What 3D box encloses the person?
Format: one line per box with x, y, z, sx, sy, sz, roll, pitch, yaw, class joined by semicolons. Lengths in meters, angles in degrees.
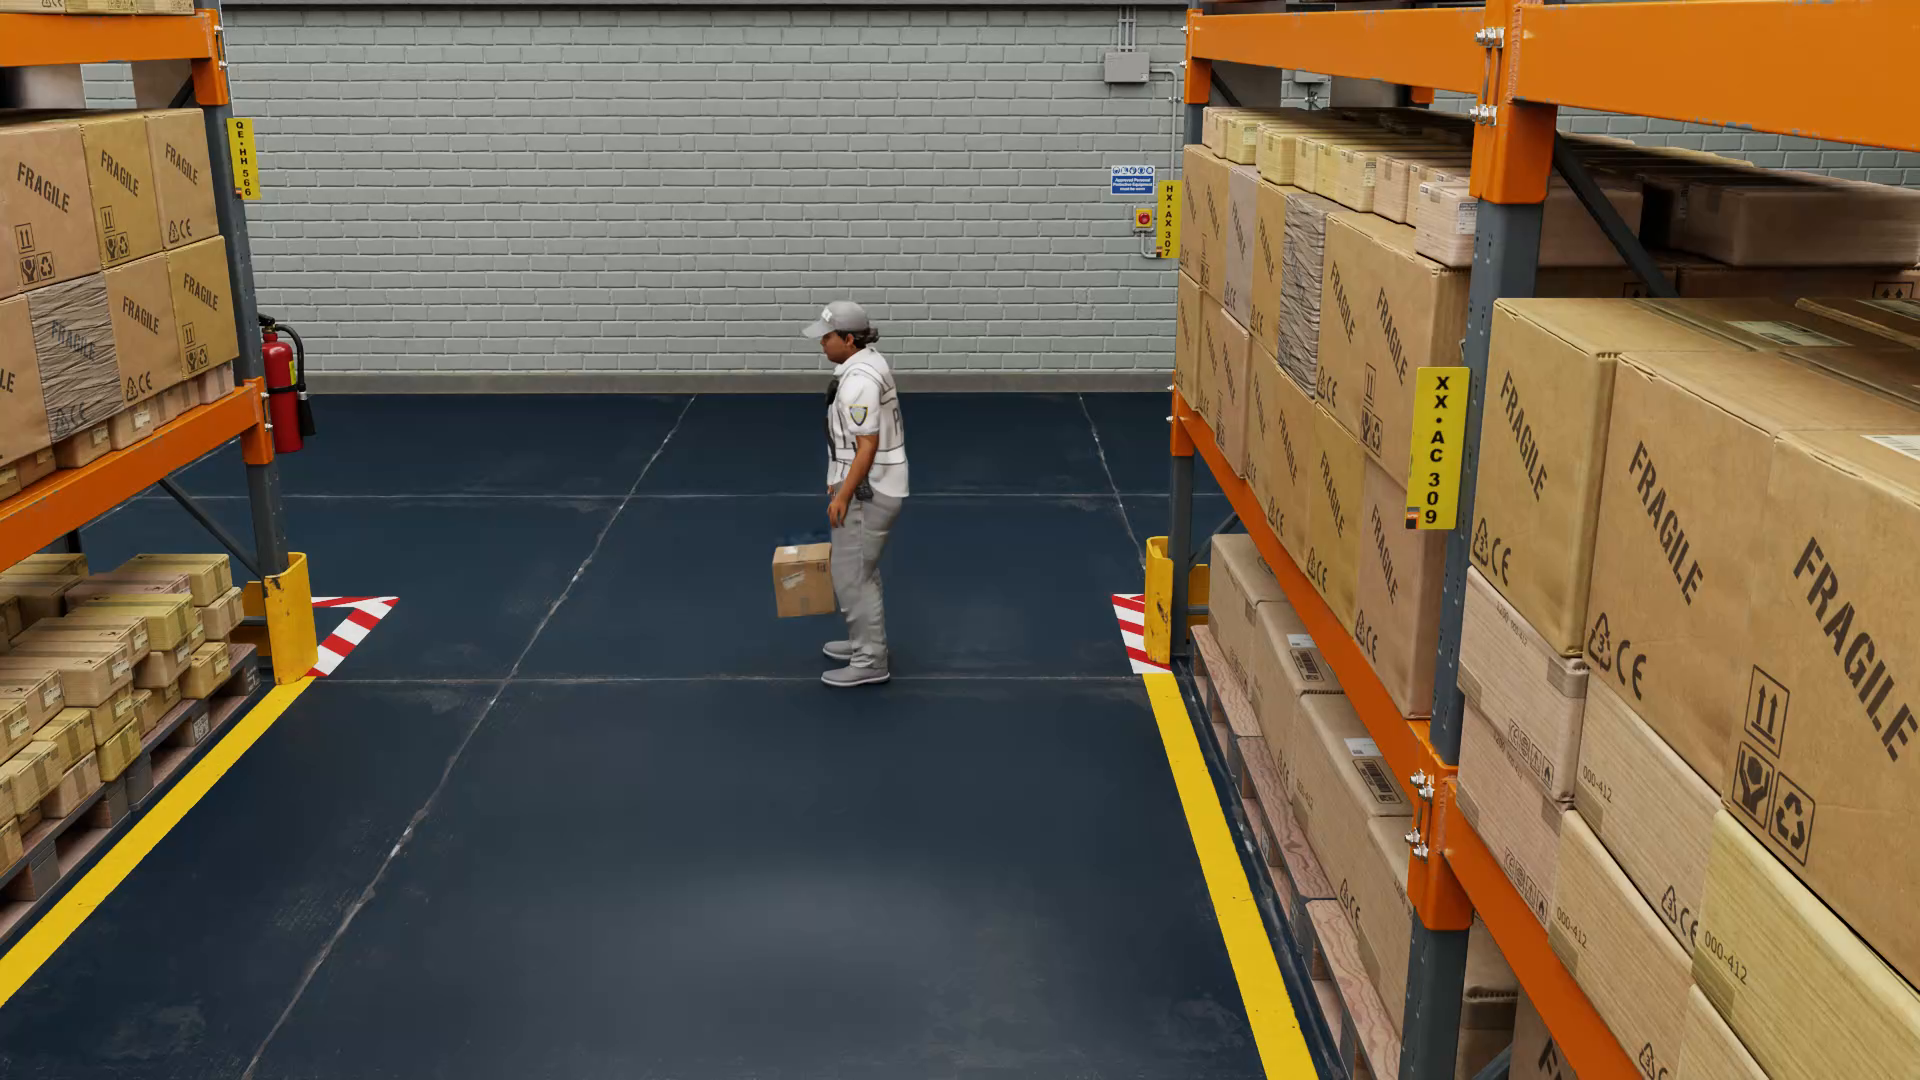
-0.443;-0.212;7.214;0.443;1.669;0.528;-1;17;-2;person
